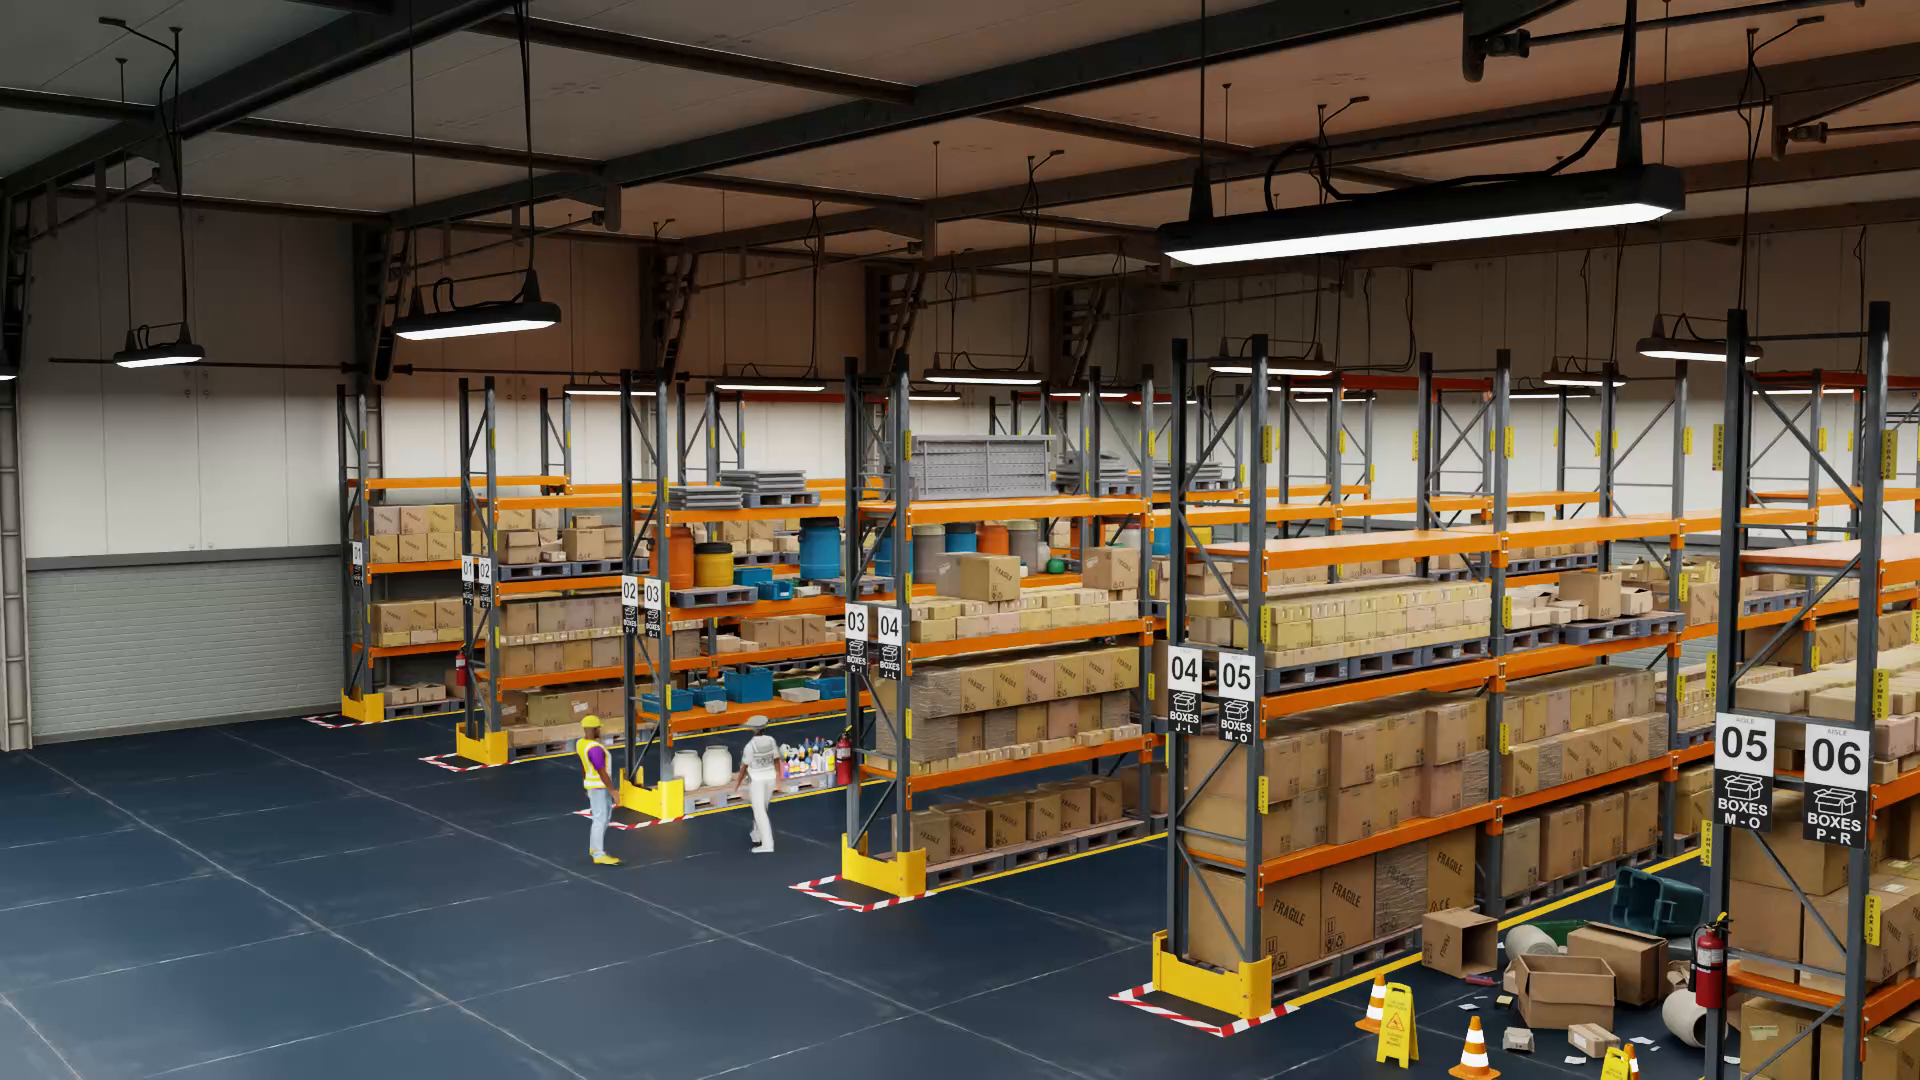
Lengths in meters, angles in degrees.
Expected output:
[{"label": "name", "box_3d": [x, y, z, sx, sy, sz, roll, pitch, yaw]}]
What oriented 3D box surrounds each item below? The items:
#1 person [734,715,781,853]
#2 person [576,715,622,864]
[{"label": "person", "box_3d": [-2.480, 2.980, 20.561, 0.802, 1.648, 0.586, 3, 5, 39]}, {"label": "person", "box_3d": [-4.306, 2.989, 19.878, 0.553, 1.812, 0.619, 0, 4, -7]}]
